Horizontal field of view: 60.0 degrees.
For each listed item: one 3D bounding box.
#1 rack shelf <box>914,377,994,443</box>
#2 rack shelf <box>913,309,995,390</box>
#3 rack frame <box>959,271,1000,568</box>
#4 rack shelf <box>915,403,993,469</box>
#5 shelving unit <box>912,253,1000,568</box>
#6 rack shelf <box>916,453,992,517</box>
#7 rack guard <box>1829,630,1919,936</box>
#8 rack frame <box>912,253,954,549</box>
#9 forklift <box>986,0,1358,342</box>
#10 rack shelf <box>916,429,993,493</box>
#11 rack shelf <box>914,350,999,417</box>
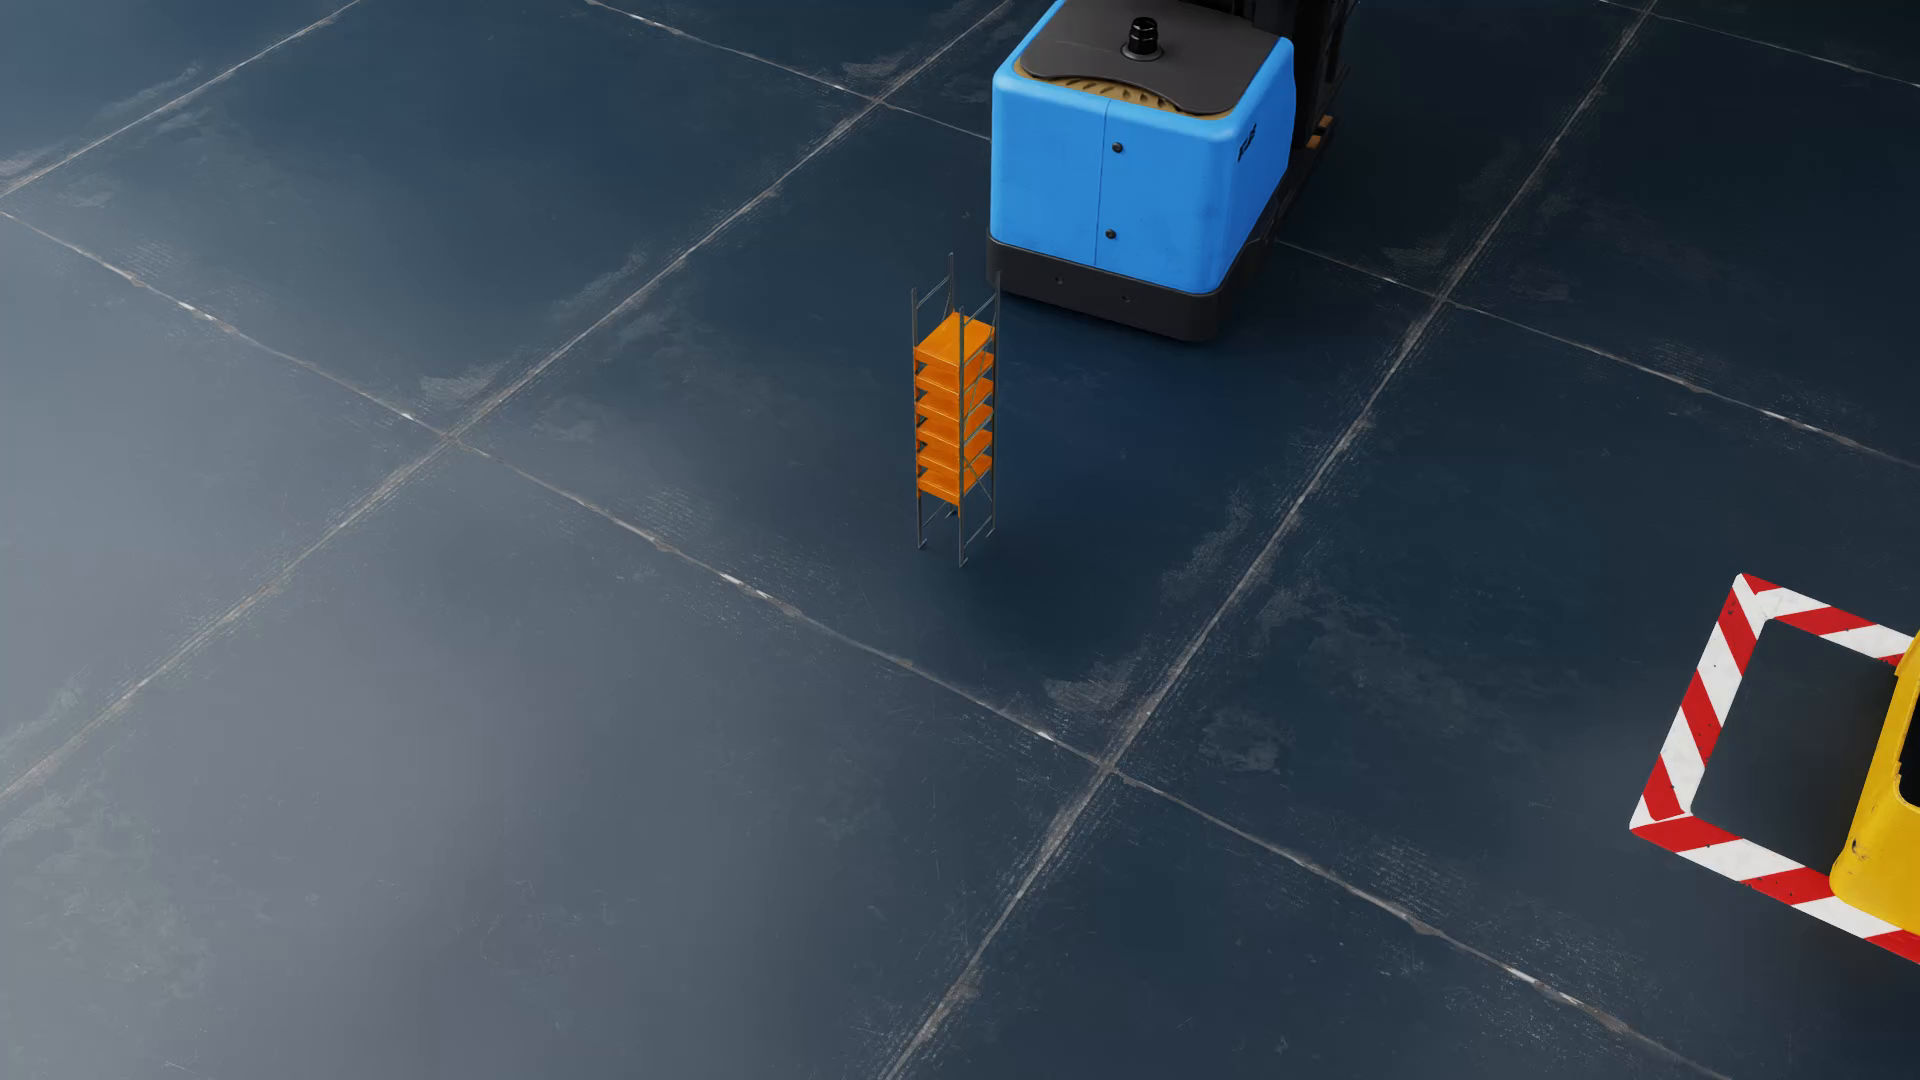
[{"bbox_3d":[-0.012,-0.476,5.771,0.180,0.103,0.258,25,51,22],"label":"rack shelf"},{"bbox_3d":[-0.012,-0.644,5.599,0.180,0.103,0.258,25,51,22],"label":"rack shelf"},{"bbox_3d":[0.065,-0.388,5.791,0.006,1.200,0.240,25,51,22],"label":"rack frame"},{"bbox_3d":[-0.012,-0.393,5.857,0.180,0.103,0.258,25,51,22],"label":"rack shelf"},{"bbox_3d":[-0.012,-0.424,5.825,0.189,1.200,0.258,25,51,22],"label":"shelving unit"},{"bbox_3d":[-0.012,-0.226,6.029,0.180,0.103,0.258,25,51,22],"label":"rack shelf"},{"bbox_3d":[3.154,0.641,5.279,0.348,0.500,1.175,25,51,22],"label":"rack guard"},{"bbox_3d":[-0.089,-0.459,5.860,0.006,1.200,0.240,25,51,22],"label":"rack frame"},{"bbox_3d":[1.188,-2.917,7.040,1.130,2.935,3.031,18,49,17],"label":"forklift"},{"bbox_3d":[-0.012,-0.309,5.943,0.180,0.103,0.258,25,51,22],"label":"rack shelf"},{"bbox_3d":[-0.012,-0.560,5.685,0.180,0.103,0.258,25,51,22],"label":"rack shelf"}]
